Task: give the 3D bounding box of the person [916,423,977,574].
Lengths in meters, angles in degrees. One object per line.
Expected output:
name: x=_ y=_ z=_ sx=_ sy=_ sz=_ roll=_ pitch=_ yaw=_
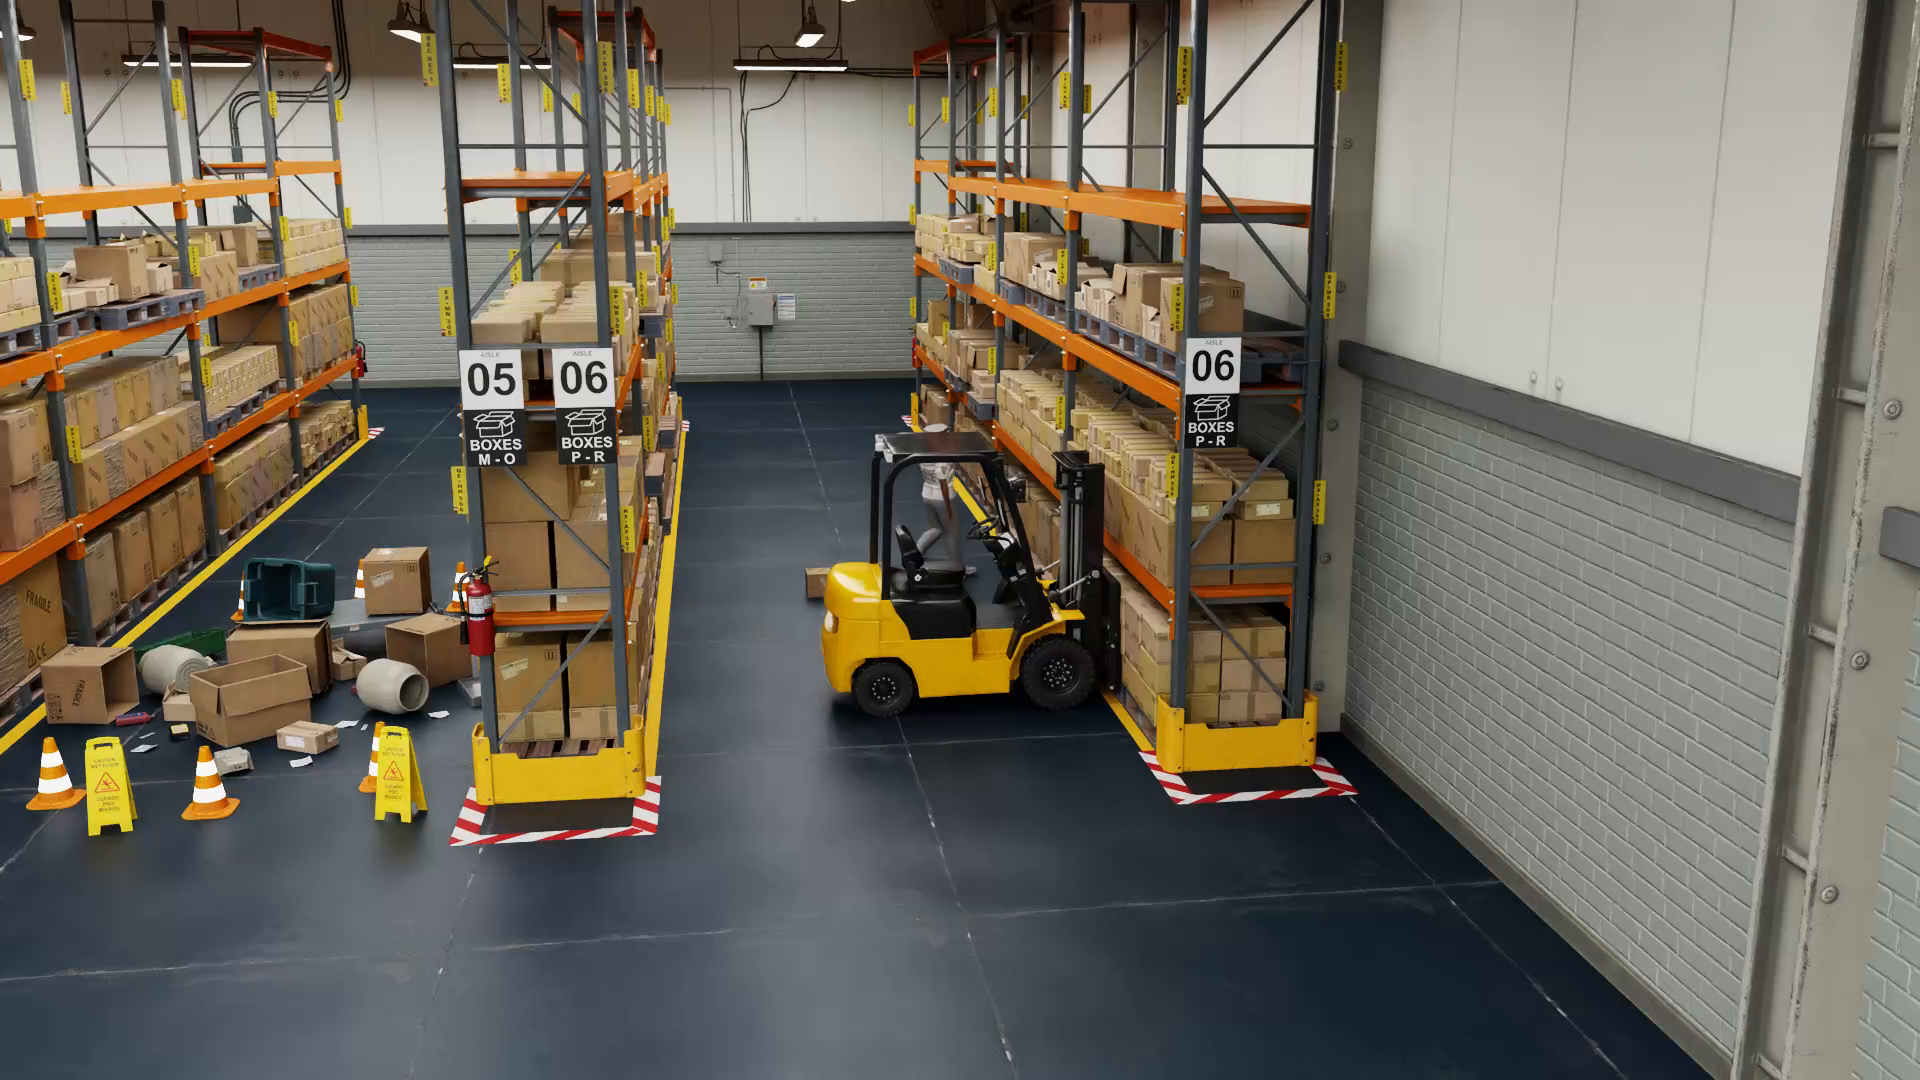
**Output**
person: x=-0.197 y=-0.431 z=17.756 sx=0.735 sy=1.645 sz=0.471 roll=-8 pitch=16 yaw=-31
